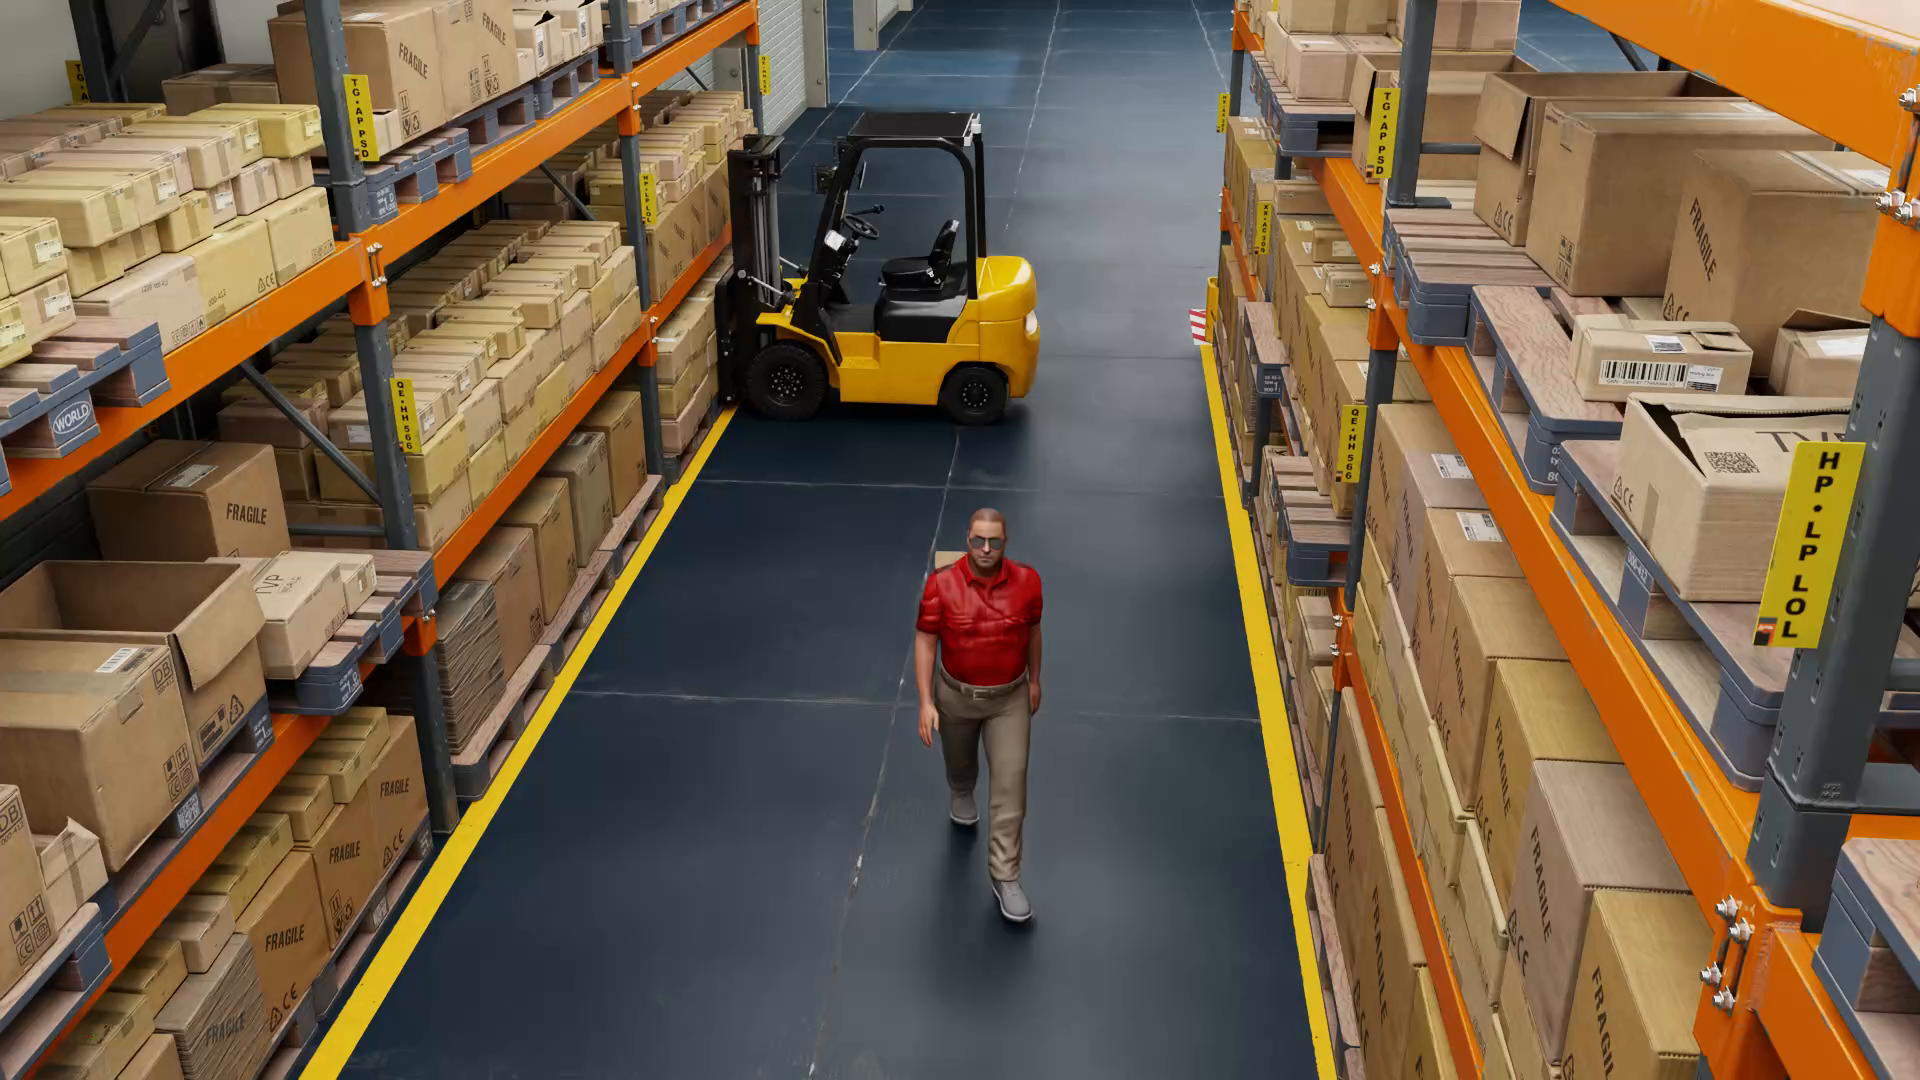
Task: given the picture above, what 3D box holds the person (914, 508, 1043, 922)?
[{"bbox_3d":[0.089,0.676,7.130,0.565,1.670,1.039,-1,24,-3],"label":"person"}]
